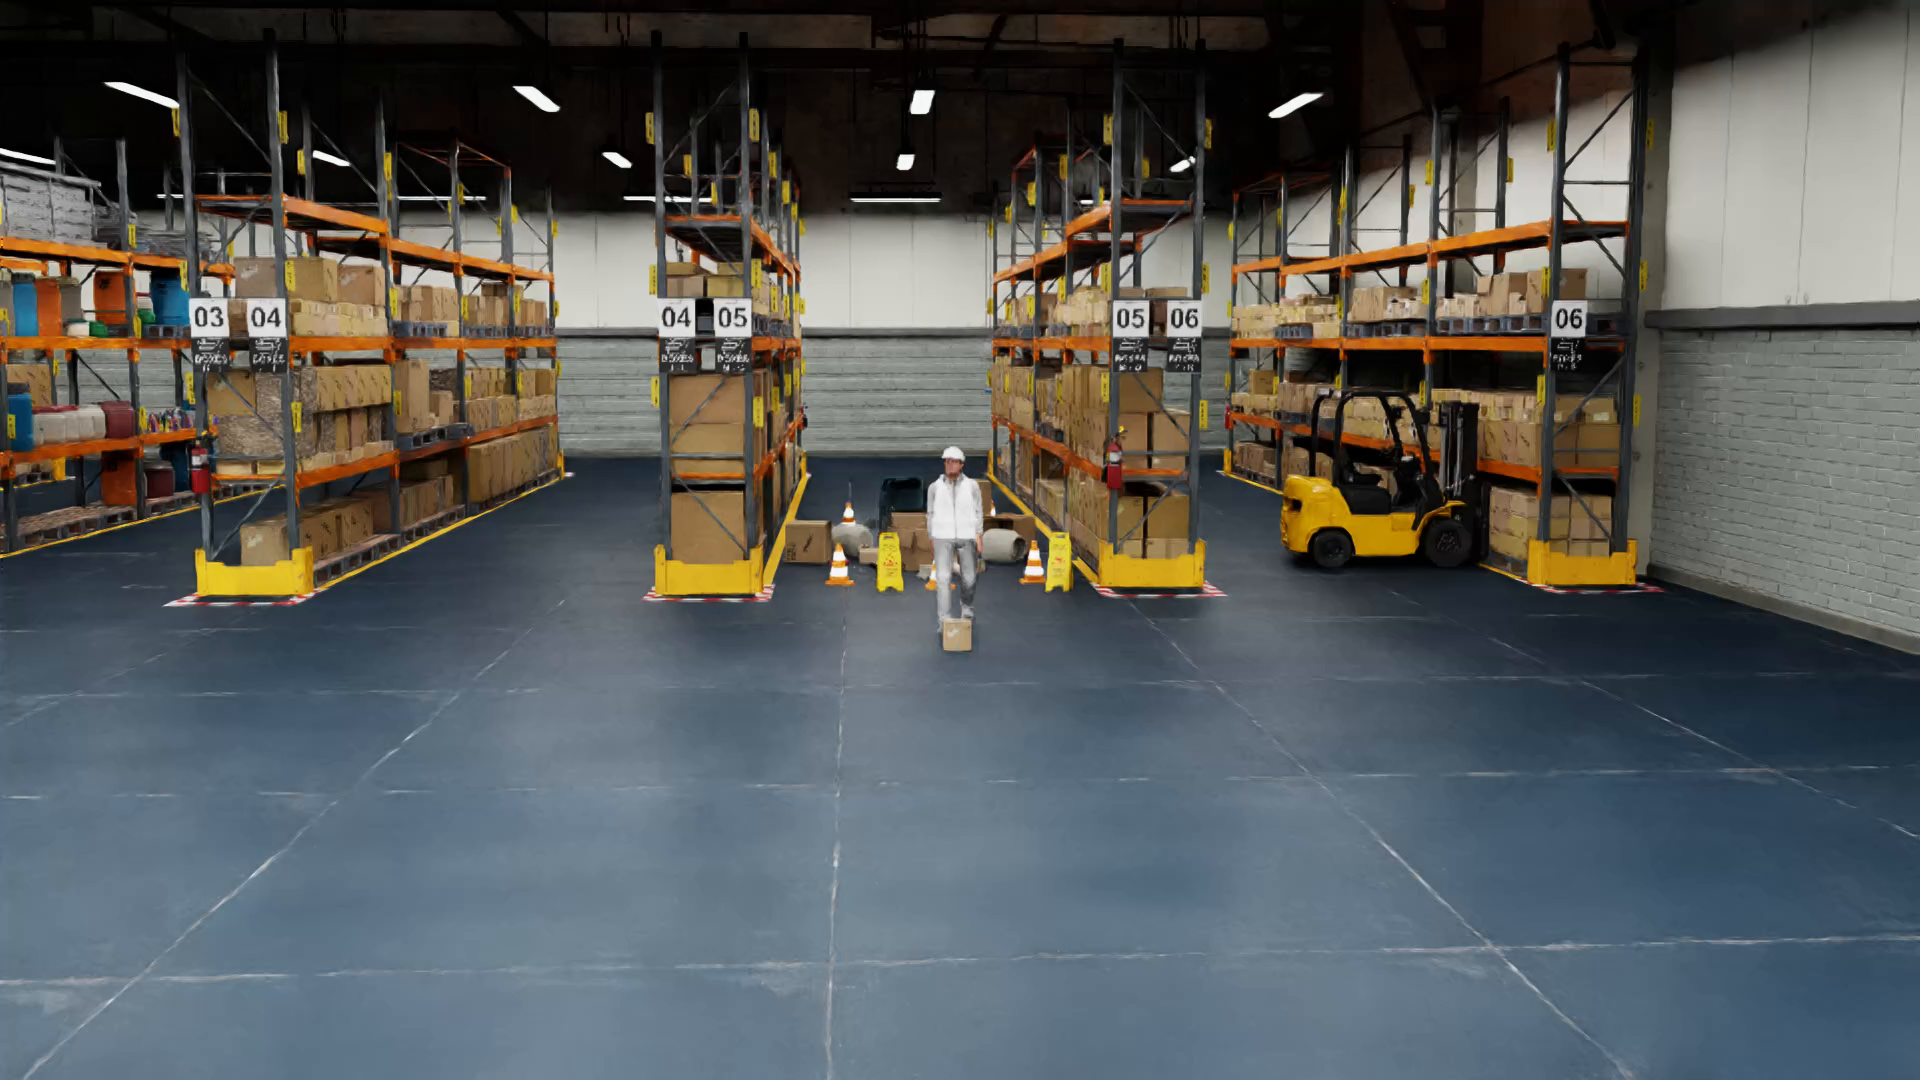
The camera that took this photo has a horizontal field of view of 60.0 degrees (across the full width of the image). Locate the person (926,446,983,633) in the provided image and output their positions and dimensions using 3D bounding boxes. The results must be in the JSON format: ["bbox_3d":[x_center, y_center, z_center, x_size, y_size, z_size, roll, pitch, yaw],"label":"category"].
[{"bbox_3d":[-0.043,-0.012,15.766,0.538,1.744,0.894,0,7,-4],"label":"person"}]
